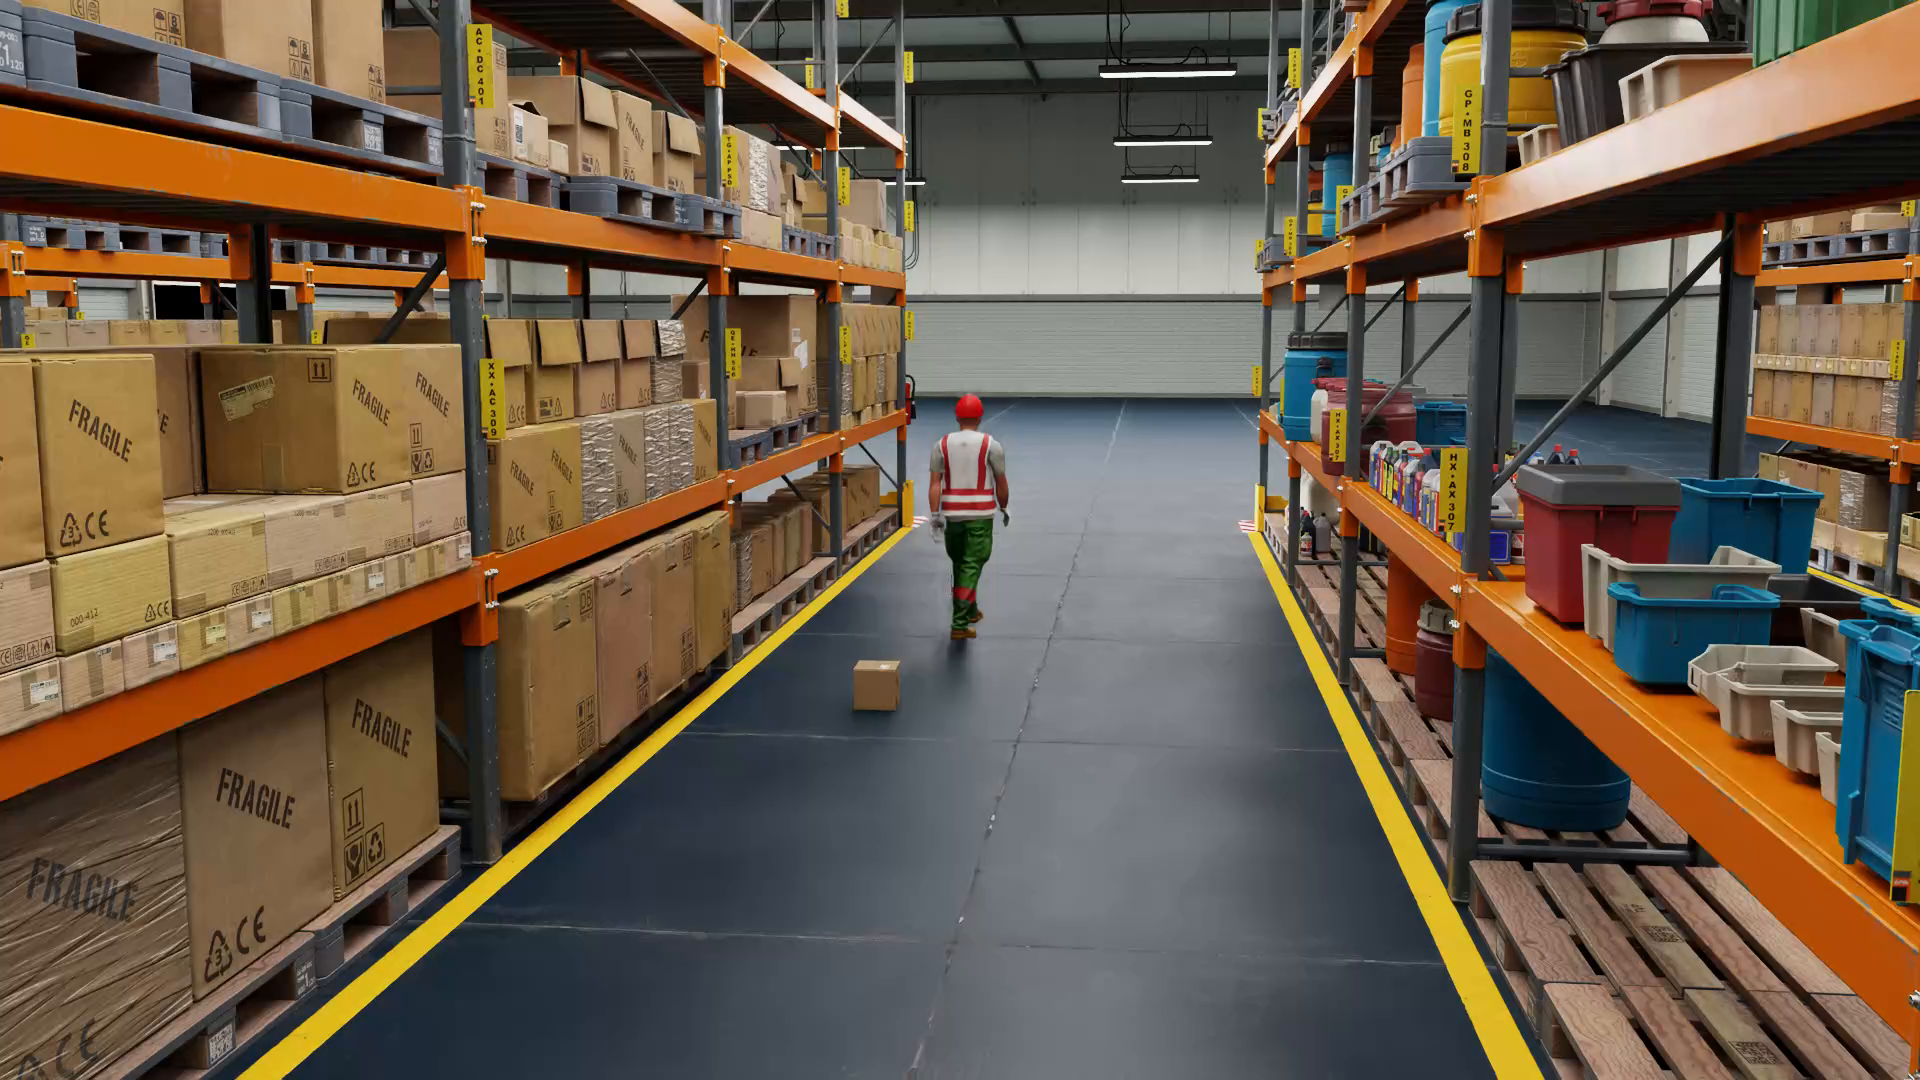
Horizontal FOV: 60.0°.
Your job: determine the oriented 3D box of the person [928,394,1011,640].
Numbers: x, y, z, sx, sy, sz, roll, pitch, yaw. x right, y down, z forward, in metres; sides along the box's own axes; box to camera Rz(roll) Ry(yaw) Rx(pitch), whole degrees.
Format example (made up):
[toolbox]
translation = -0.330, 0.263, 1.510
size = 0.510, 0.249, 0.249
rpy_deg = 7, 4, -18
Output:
[person]
translation = 0.095, -0.199, 12.054
size = 0.540, 1.724, 1.035
rpy_deg = 2, 8, 17
